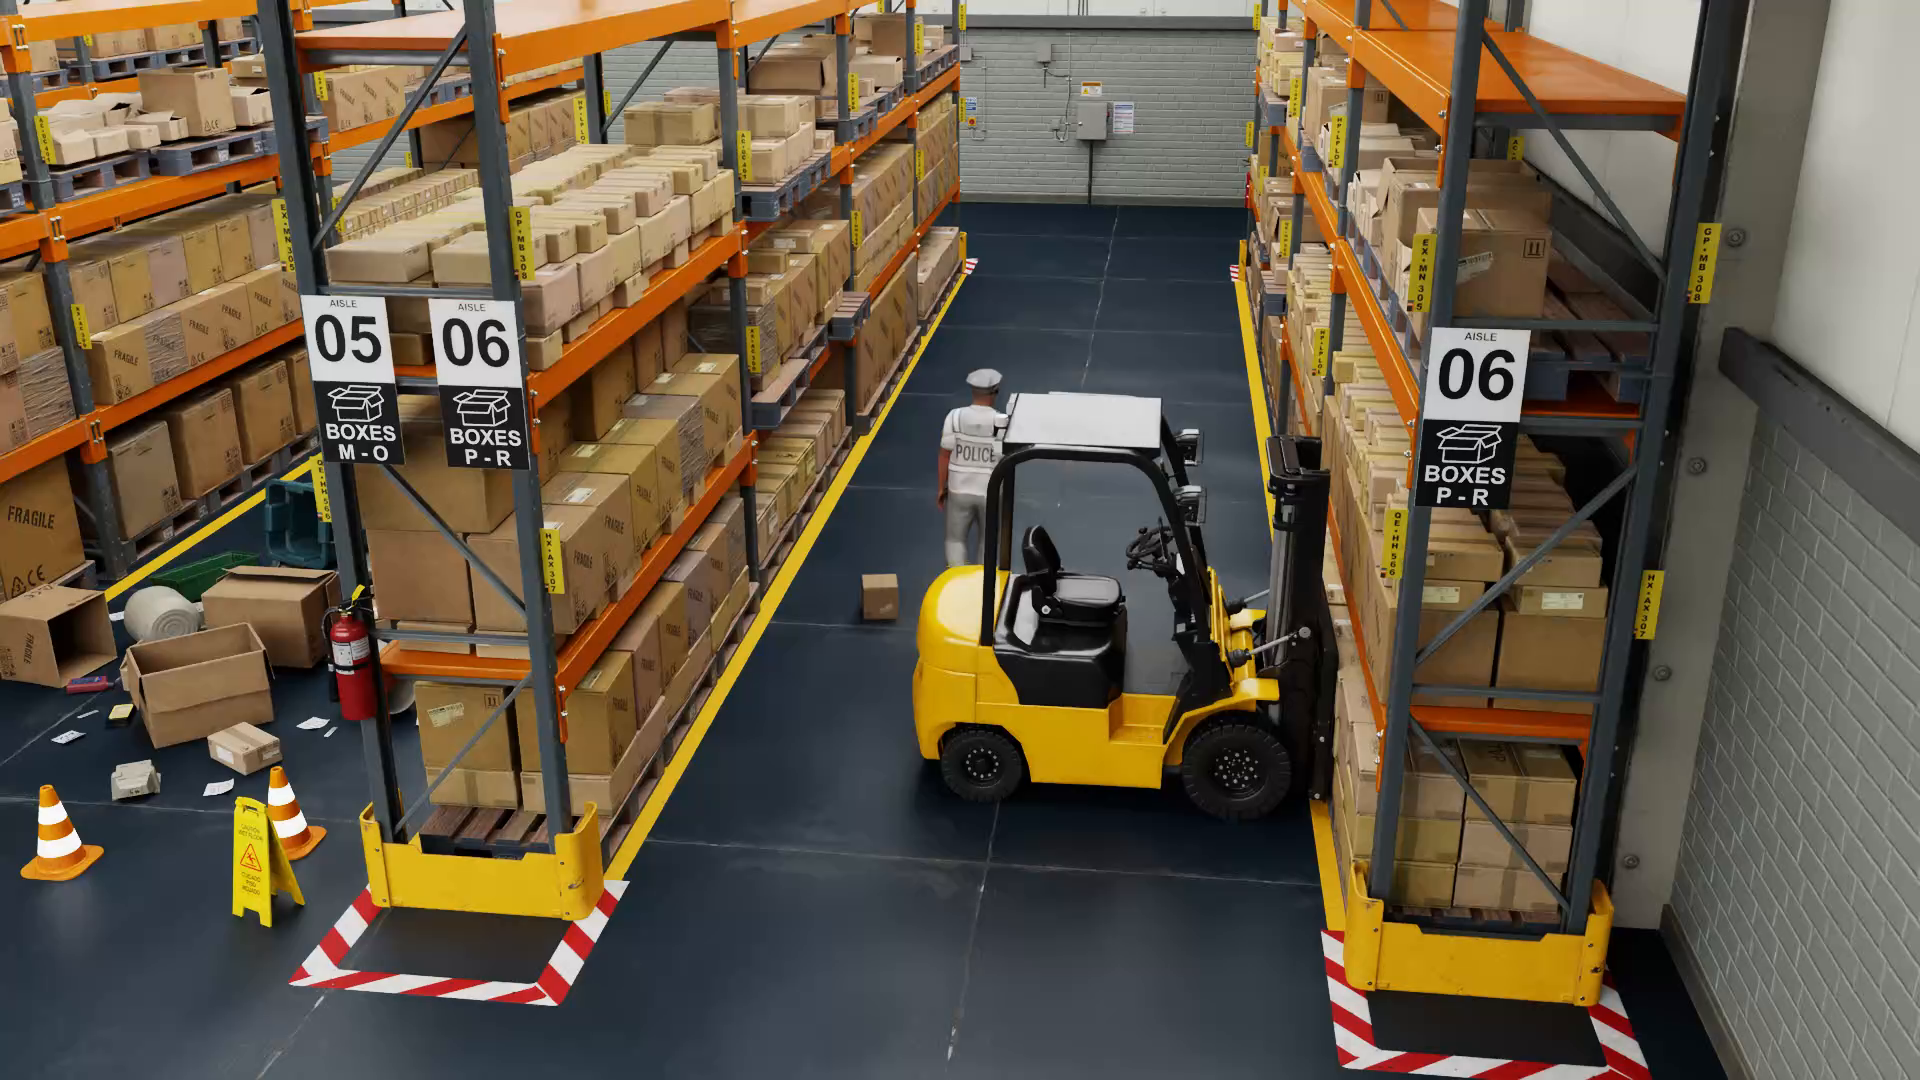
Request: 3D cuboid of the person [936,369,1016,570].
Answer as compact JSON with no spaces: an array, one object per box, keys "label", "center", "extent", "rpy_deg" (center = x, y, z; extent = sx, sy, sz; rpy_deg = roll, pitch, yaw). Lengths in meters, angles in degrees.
[{"label":"person","center":[0.099,-0.324,11.916],"extent":[0.602,1.736,0.593],"rpy_deg":[2,21,5]}]
